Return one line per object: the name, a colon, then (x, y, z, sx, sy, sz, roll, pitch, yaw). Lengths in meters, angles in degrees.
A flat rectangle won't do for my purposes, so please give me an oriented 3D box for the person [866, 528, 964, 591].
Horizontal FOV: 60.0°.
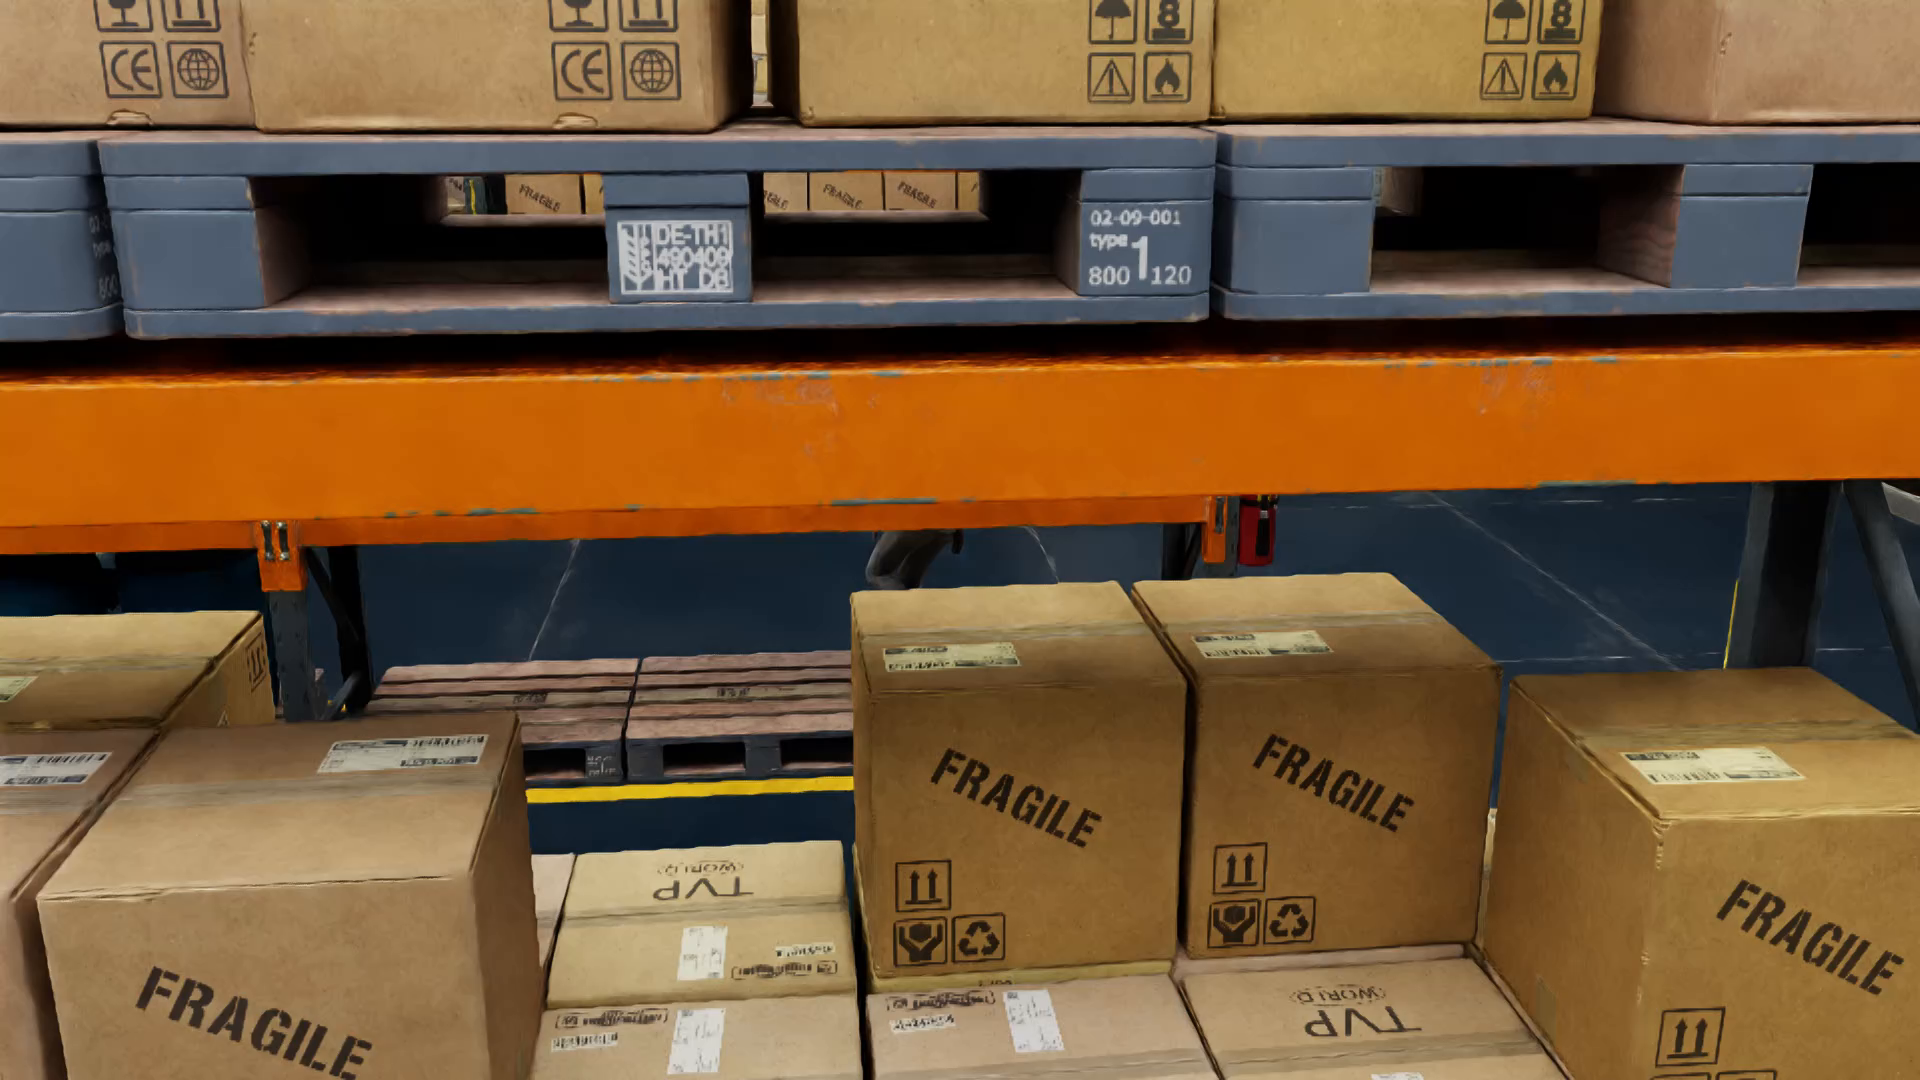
person: (-0.193, -0.068, 8.446, 0.487, 1.551, 0.509, -14, 22, -38)
